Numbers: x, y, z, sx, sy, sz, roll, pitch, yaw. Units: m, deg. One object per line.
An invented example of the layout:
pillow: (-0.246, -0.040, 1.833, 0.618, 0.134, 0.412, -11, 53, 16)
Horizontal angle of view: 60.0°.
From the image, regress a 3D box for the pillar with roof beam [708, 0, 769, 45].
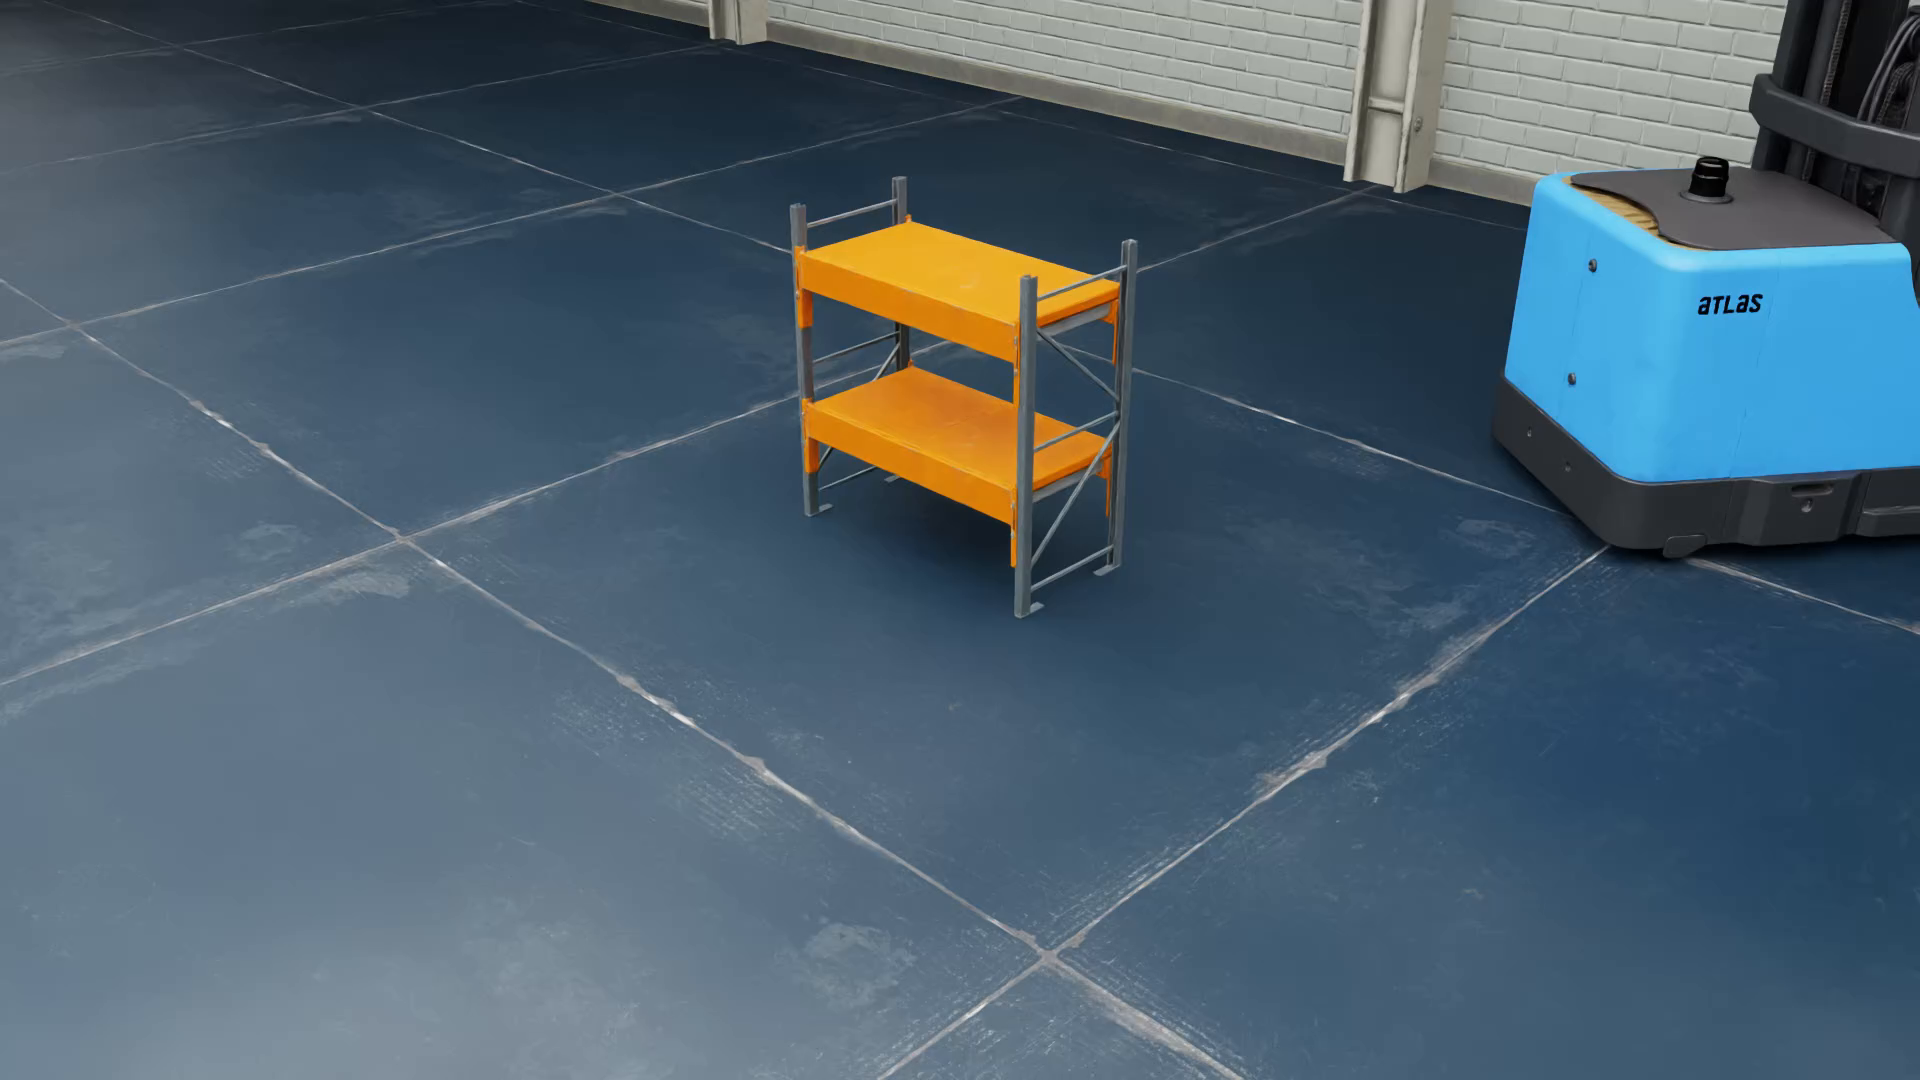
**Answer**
pillar with roof beam: (-4.800, -6.612, 8.655, 0.400, 9.000, 9.100, 25, 36, 38)

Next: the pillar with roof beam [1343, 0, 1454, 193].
pillar with roof beam: (-0.522, -4.654, 4.932, 0.400, 9.000, 9.100, 25, 36, 38)

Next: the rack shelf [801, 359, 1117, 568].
rack shelf: (-0.005, -0.284, 5.606, 1.000, 0.278, 0.538, 25, 36, 38)

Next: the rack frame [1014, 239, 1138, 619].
rack frame: (0.358, -0.334, 5.177, 0.032, 1.125, 0.500, 25, 36, 38)

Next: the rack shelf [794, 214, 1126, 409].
rack shelf: (-0.005, -0.759, 5.356, 1.000, 0.278, 0.538, 25, 36, 38)

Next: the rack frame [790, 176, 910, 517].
rack frame: (-0.367, -0.666, 5.808, 0.032, 1.125, 0.500, 25, 36, 38)

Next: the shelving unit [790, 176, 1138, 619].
shelving unit: (-0.005, -0.500, 5.492, 1.048, 1.125, 0.538, 25, 36, 38)

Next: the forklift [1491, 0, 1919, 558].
forklift: (3.594, -1.536, 5.523, 3.031, 2.935, 1.130, -4, 28, -7)
